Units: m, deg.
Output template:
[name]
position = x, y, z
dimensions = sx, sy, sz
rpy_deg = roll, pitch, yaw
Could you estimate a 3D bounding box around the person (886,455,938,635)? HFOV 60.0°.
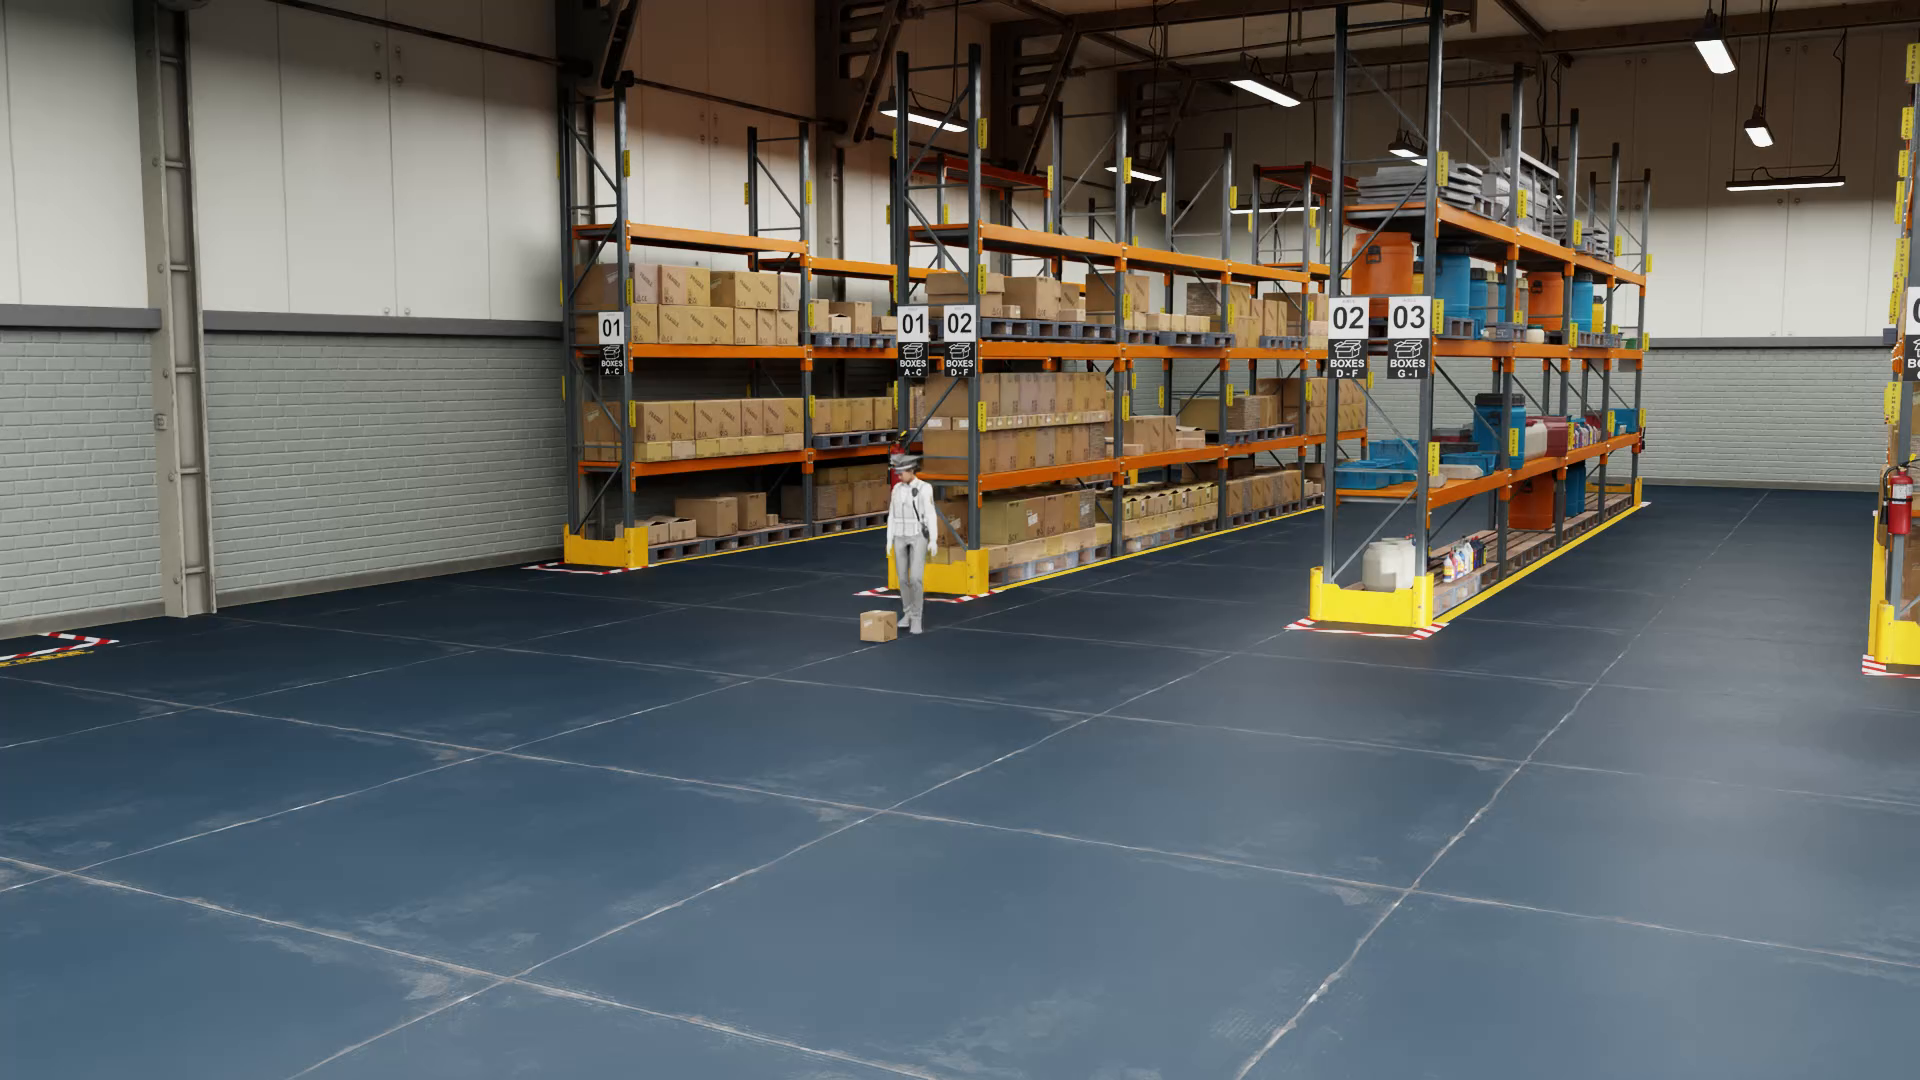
[person]
position = -0.510, 0.049, 15.965
dimensions = 0.521, 1.724, 0.436
rpy_deg = 3, 7, 29
